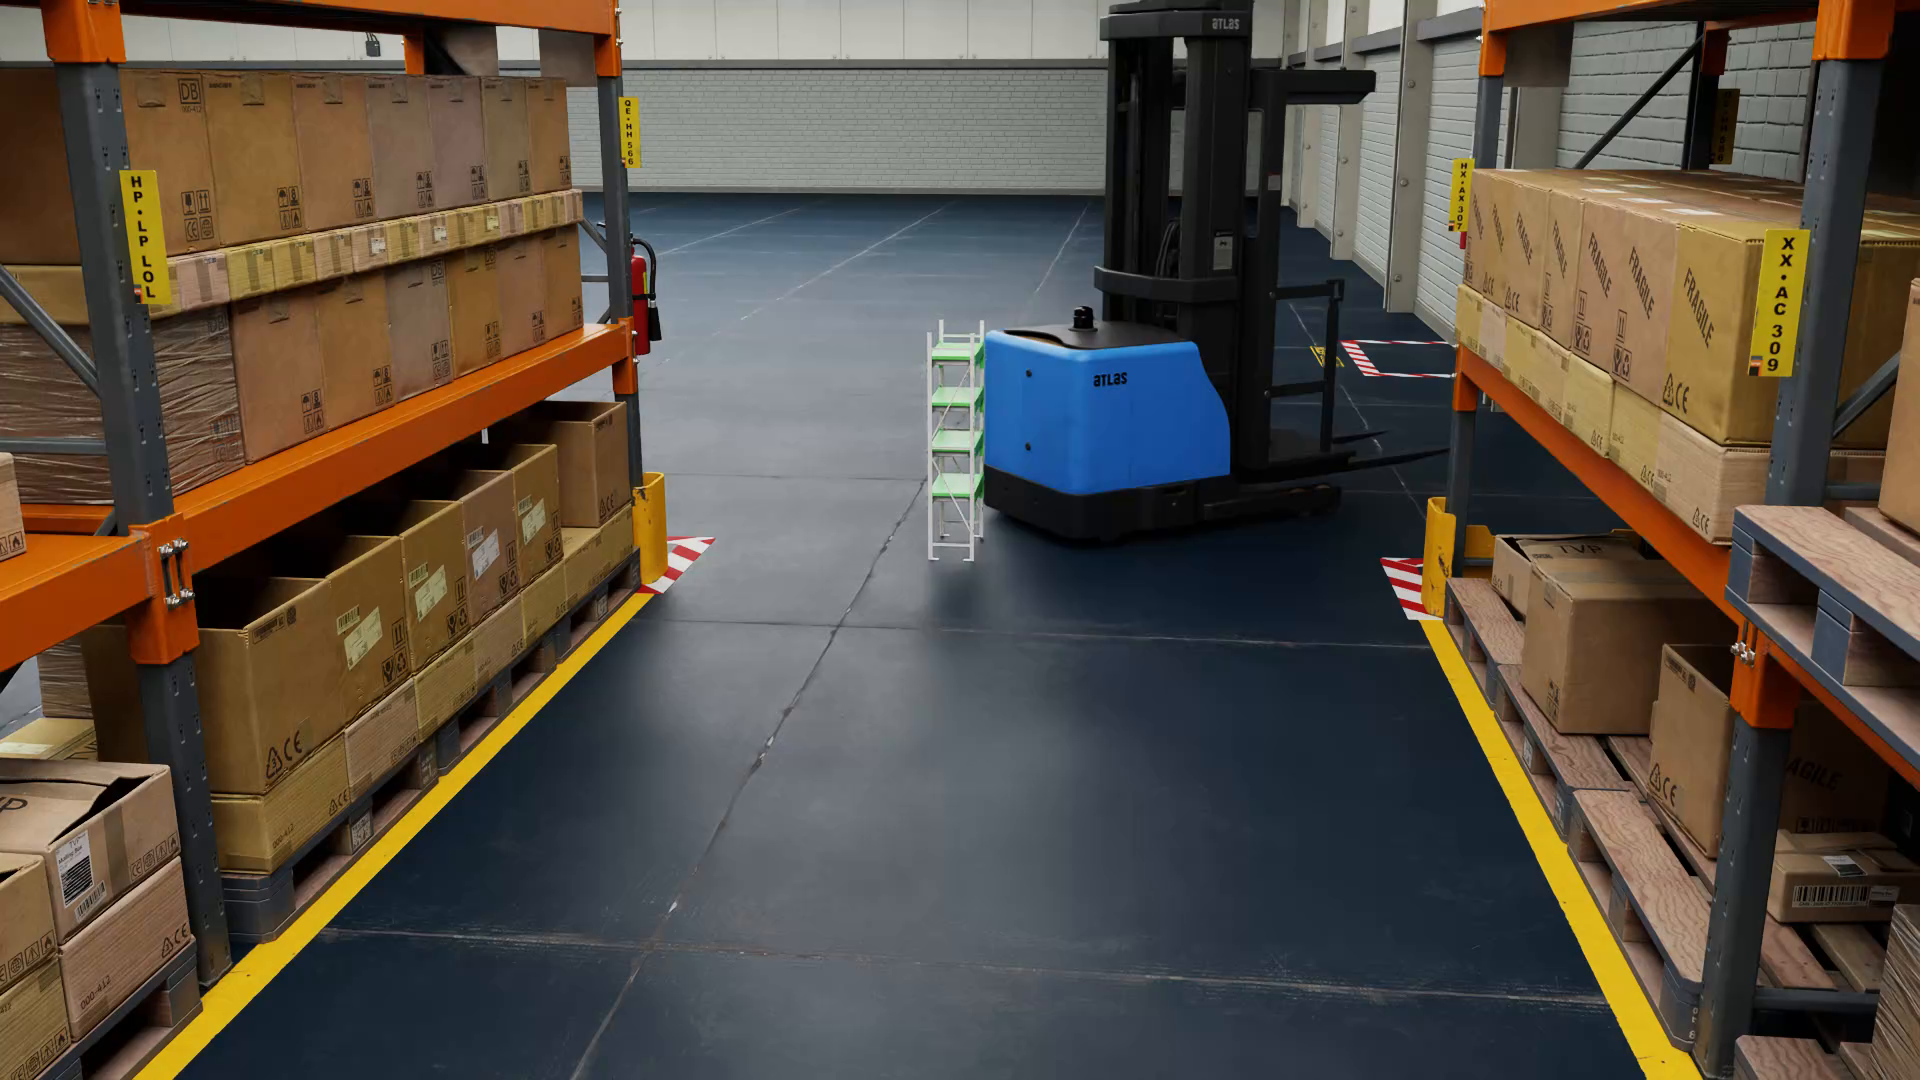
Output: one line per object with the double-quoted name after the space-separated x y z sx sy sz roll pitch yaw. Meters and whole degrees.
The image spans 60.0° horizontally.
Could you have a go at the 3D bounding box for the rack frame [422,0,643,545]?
-2.104 -1.277 8.137 1.000 3.000 0.127 2 15 6 "rack frame"

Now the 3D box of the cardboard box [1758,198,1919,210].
2.751 -0.772 5.085 0.500 0.500 0.500 2 15 8 "cardboard box"

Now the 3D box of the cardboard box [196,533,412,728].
-2.144 0.282 5.398 0.500 0.500 0.500 2 15 6 "cardboard box"

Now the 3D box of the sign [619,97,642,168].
-1.567 -1.930 7.882 0.100 0.325 0.005 2 15 6 "sign"

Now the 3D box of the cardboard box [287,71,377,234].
-2.399 -1.290 5.509 0.700 0.500 0.500 2 15 6 "cardboard box"

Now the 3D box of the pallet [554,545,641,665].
-2.149 0.269 7.763 1.003 0.211 1.213 2 15 6 "pallet"

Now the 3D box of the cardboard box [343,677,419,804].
-2.140 0.645 5.495 0.500 0.250 0.500 2 15 6 "cardboard box"

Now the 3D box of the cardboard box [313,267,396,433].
-2.398 -0.670 5.701 0.700 0.500 0.500 2 15 7 "cardboard box"

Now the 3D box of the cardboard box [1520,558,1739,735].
2.454 0.376 5.971 0.700 0.500 0.500 1 15 3 "cardboard box"

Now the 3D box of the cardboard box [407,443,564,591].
-1.967 -0.106 6.836 0.500 0.500 0.500 2 15 6 "cardboard box"

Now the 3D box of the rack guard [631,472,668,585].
-2.101 -0.076 8.486 1.175 0.500 0.348 2 15 6 "rack guard"

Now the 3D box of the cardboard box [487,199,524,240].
-2.045 -1.334 6.914 0.380 0.149 0.250 2 15 7 "cardboard box"

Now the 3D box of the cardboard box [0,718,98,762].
-2.720 0.759 5.073 0.500 0.250 0.500 2 15 6 "cardboard box"

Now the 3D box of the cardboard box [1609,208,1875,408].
2.164 -0.655 4.650 0.500 0.500 0.500 2 15 6 "cardboard box"

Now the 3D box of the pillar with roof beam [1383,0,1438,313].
0.675 -7.060 18.031 9.100 9.000 0.400 2 15 6 "pillar with roof beam"

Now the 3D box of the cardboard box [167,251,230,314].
-2.305 -0.730 4.680 0.380 0.149 0.250 2 15 7 "cardboard box"

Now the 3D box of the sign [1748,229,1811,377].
1.827 -0.526 3.703 0.100 0.325 0.005 2 15 6 "sign"

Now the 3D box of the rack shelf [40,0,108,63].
-2.781 -0.821 2.084 1.077 0.370 4.000 2 15 6 "rack shelf"

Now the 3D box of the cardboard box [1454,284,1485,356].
2.448 -0.952 7.184 0.500 0.250 0.500 1 15 5 "cardboard box"

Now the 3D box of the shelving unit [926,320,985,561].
-0.019 -0.536 8.847 0.258 1.200 0.503 2 15 6 "shelving unit"

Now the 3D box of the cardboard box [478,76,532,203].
-2.229 -1.680 6.952 0.700 0.500 0.500 1 15 5 "cardboard box"

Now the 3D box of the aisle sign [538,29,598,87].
-1.805 -2.540 7.829 0.394 0.787 0.004 2 15 6 "aisle sign"

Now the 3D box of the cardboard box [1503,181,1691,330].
2.336 -1.054 6.127 0.500 0.500 0.500 1 15 4 "cardboard box"

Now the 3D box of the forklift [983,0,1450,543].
1.649 -1.657 9.676 3.031 2.935 1.130 -9 17 -29 "forklift"

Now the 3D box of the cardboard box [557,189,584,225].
-1.958 -1.533 7.652 0.380 0.149 0.250 1 15 5 "cardboard box"

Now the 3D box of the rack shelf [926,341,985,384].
-0.019 -0.938 8.738 0.258 0.148 0.480 2 15 6 "rack shelf"

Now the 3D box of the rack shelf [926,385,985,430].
-0.019 -0.706 8.801 0.258 0.148 0.480 2 15 6 "rack shelf"

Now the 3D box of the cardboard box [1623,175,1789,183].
2.910 -1.172 6.563 0.500 0.500 0.500 2 15 7 "cardboard box"

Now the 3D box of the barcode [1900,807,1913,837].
2.761 0.824 4.852 0.001 0.075 0.075 2 15 6 "barcode"

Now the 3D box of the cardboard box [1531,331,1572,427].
2.281 -0.554 5.712 0.500 0.250 0.500 2 15 7 "cardboard box"

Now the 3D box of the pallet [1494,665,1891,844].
2.543 0.759 5.950 1.003 0.211 1.213 2 15 6 "pallet"

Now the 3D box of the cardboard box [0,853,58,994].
-2.369 0.863 3.612 0.500 0.311 0.500 2 15 8 "cardboard box"

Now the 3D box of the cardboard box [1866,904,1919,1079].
2.300 1.091 3.325 0.700 0.500 0.500 2 15 8 "cardboard box"

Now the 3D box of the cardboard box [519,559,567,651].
-1.970 0.255 6.934 0.500 0.250 0.500 2 15 6 "cardboard box"

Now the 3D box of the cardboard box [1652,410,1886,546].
2.119 -0.163 4.269 0.500 0.250 0.500 2 15 6 "cardboard box"

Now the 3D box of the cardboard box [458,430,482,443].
-2.440 -0.252 7.373 0.500 0.500 0.500 2 15 6 "cardboard box"

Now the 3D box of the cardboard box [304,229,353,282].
-2.219 -0.930 5.419 0.380 0.149 0.250 1 15 4 "cardboard box"

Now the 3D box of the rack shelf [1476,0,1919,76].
2.593 -1.714 5.385 1.077 0.370 4.000 2 15 6 "rack shelf"

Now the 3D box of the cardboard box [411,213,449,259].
-2.131 -1.131 6.164 0.380 0.149 0.250 1 15 5 "cardboard box"

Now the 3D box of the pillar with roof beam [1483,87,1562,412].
-0.002 -5.504 12.276 9.100 9.000 0.400 2 15 6 "pillar with roof beam"

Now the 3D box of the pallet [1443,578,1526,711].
2.683 0.444 7.117 1.003 0.211 1.213 2 15 6 "pallet"

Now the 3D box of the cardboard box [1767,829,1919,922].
2.398 0.921 4.593 0.380 0.166 0.250 0 15 -1 "cardboard box"

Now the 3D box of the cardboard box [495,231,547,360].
-2.224 -1.068 7.173 0.700 0.500 0.500 2 15 8 "cardboard box"

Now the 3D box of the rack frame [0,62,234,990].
-2.556 -0.239 4.300 1.000 3.000 0.127 2 15 6 "rack frame"
